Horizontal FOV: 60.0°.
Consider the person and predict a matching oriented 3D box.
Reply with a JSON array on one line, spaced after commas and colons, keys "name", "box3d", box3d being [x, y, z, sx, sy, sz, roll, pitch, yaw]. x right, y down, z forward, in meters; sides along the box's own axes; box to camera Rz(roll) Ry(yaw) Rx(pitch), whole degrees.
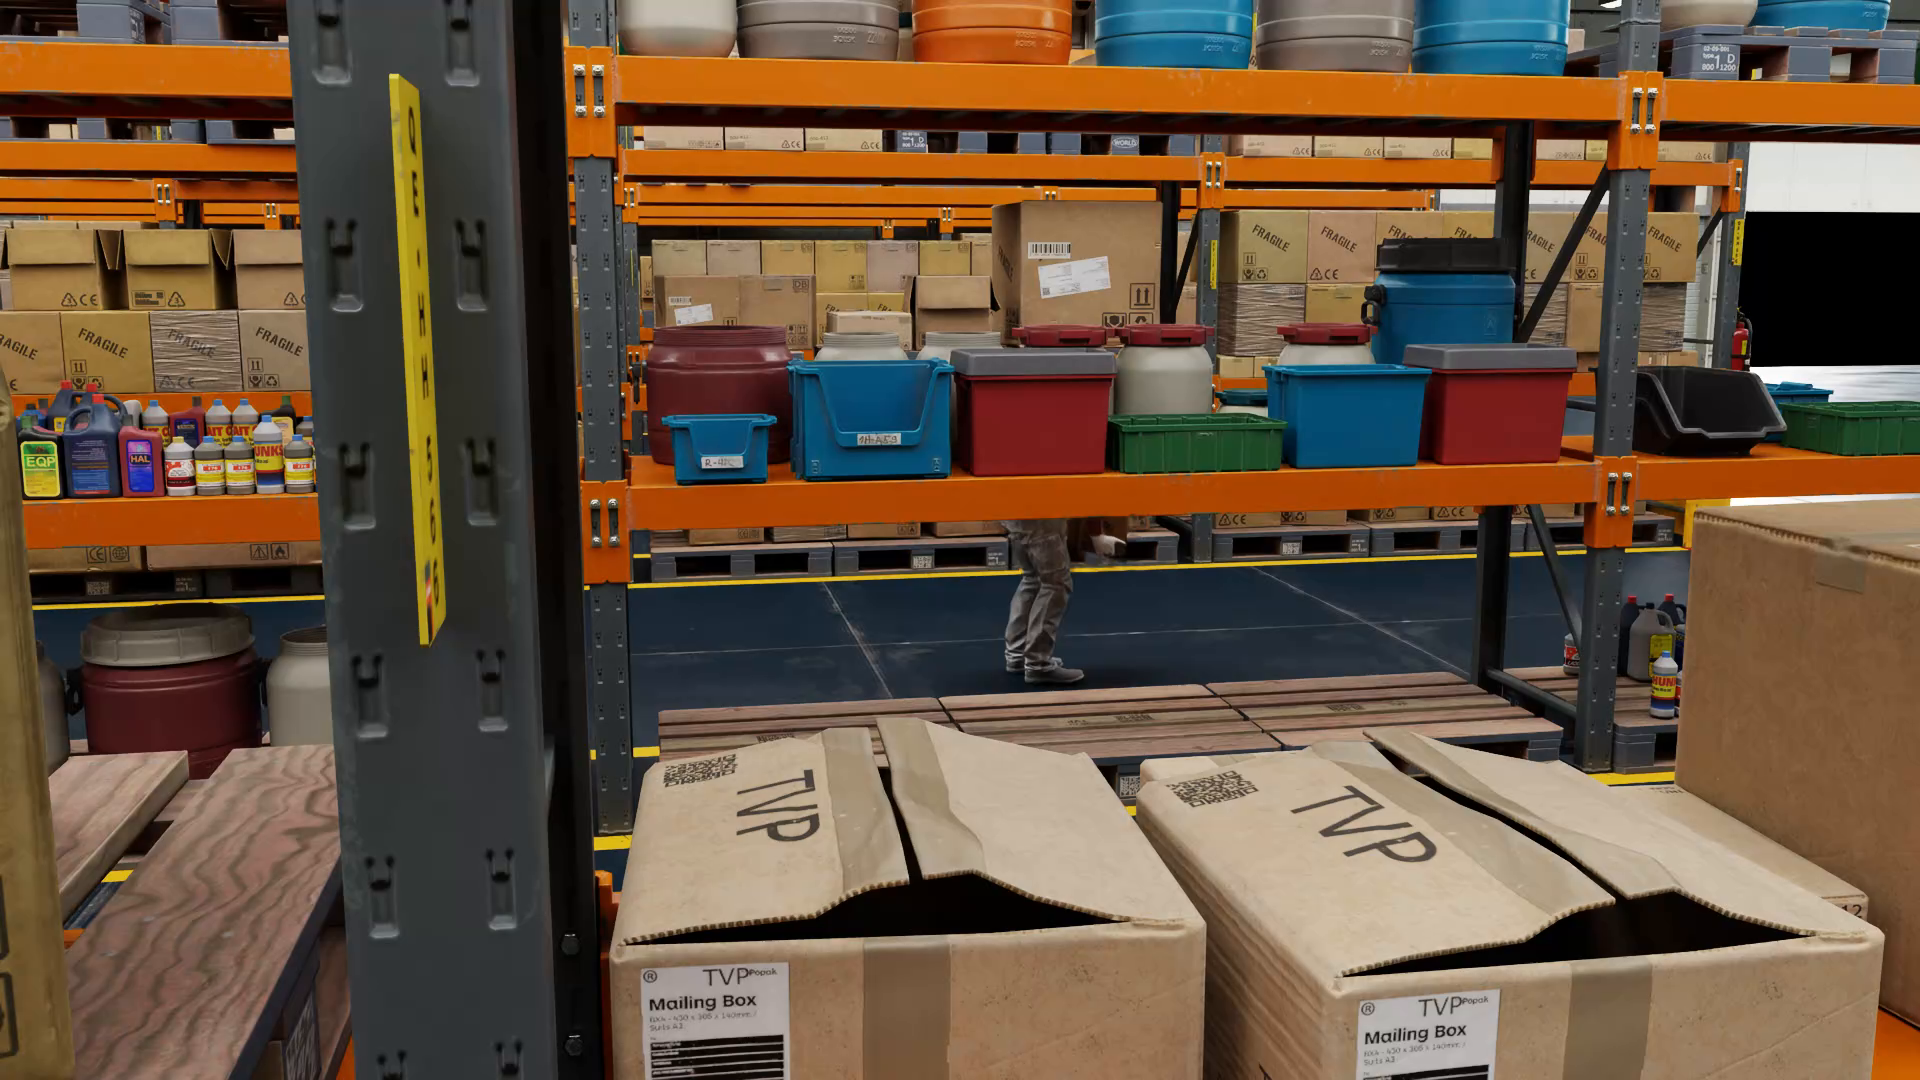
[{"name": "person", "box3d": [0.541, -0.096, 8.428, 0.774, 1.605, 0.471, -2, 10, -12]}]
